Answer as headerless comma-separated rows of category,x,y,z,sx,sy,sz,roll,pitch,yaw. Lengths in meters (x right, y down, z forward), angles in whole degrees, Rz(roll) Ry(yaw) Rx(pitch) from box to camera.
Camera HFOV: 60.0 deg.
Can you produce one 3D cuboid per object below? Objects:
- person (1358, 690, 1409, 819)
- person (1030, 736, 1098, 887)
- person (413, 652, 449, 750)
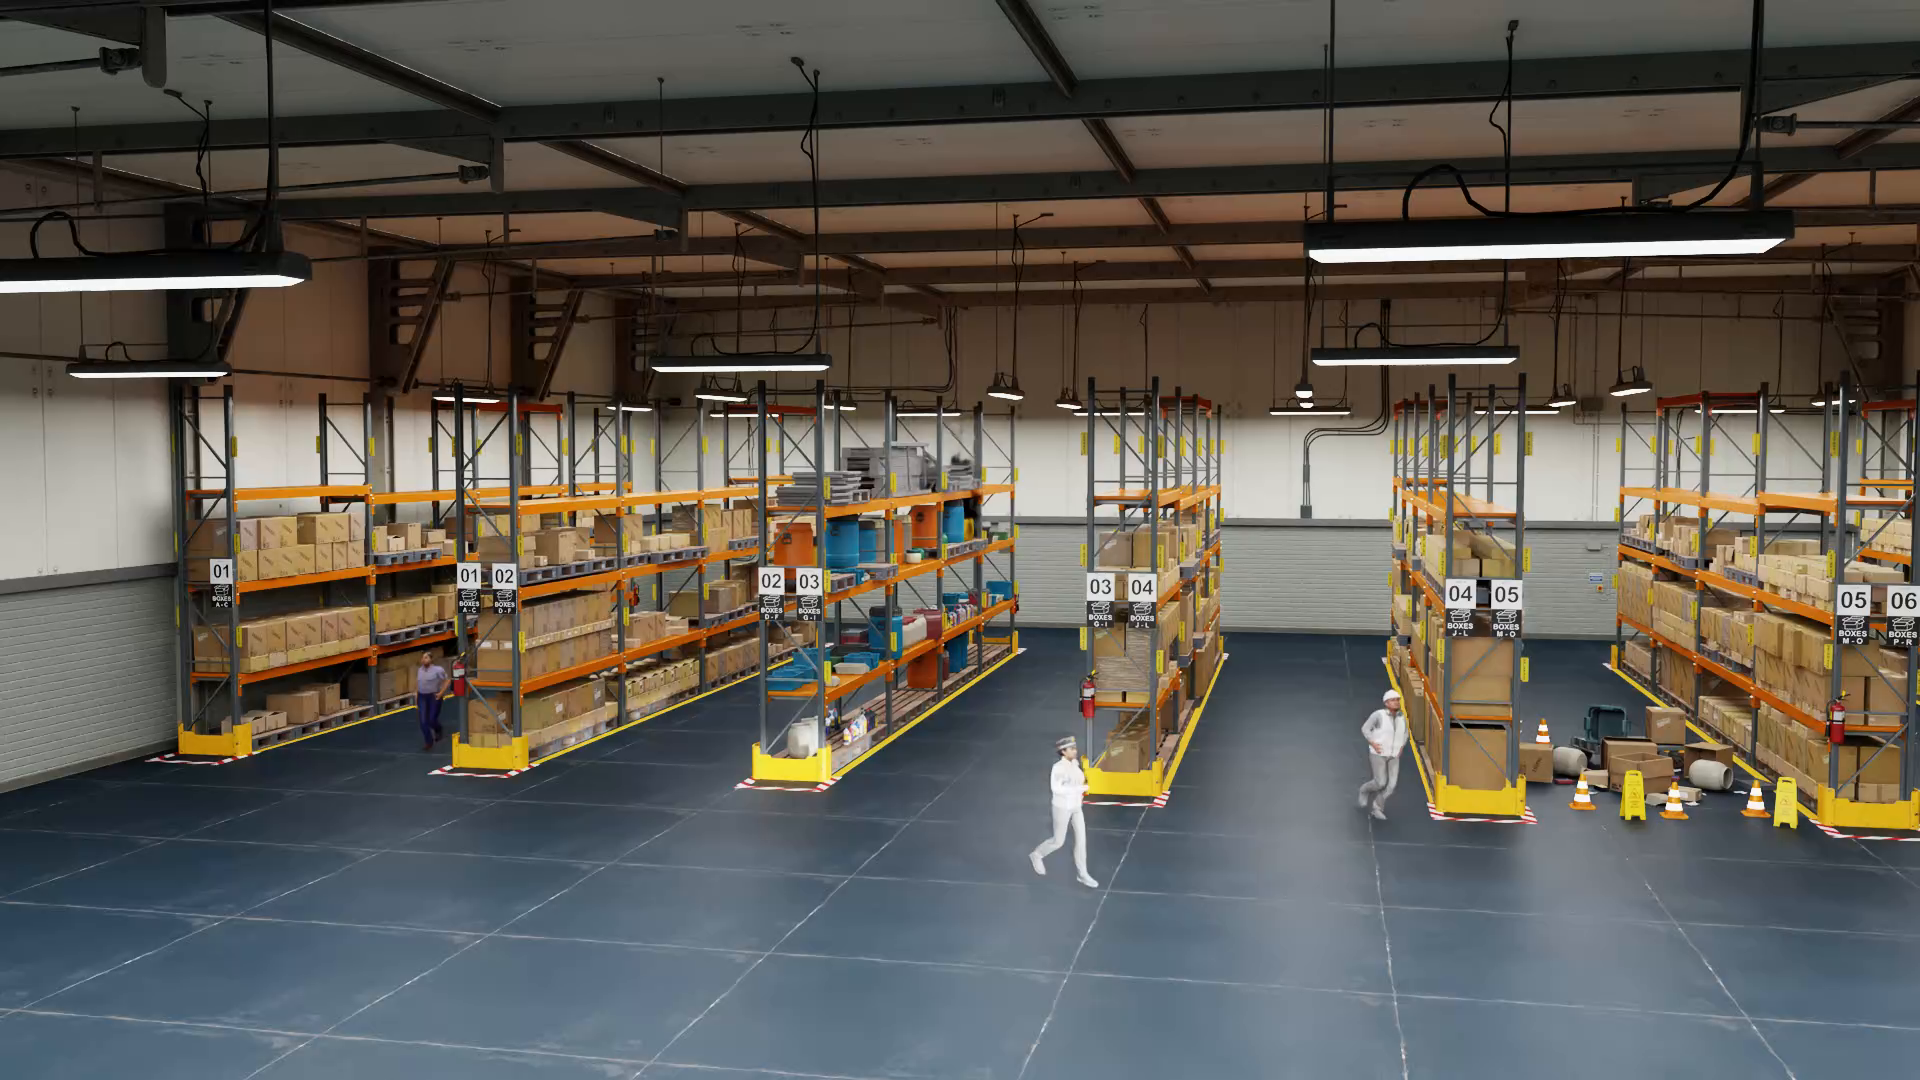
person,5.778,2.891,22.586,0.666,1.731,0.562,-1,3,-14
person,1.206,3.071,19.020,0.882,1.681,0.631,3,4,40
person,-8.801,2.668,27.637,0.603,1.607,0.541,0,3,6
